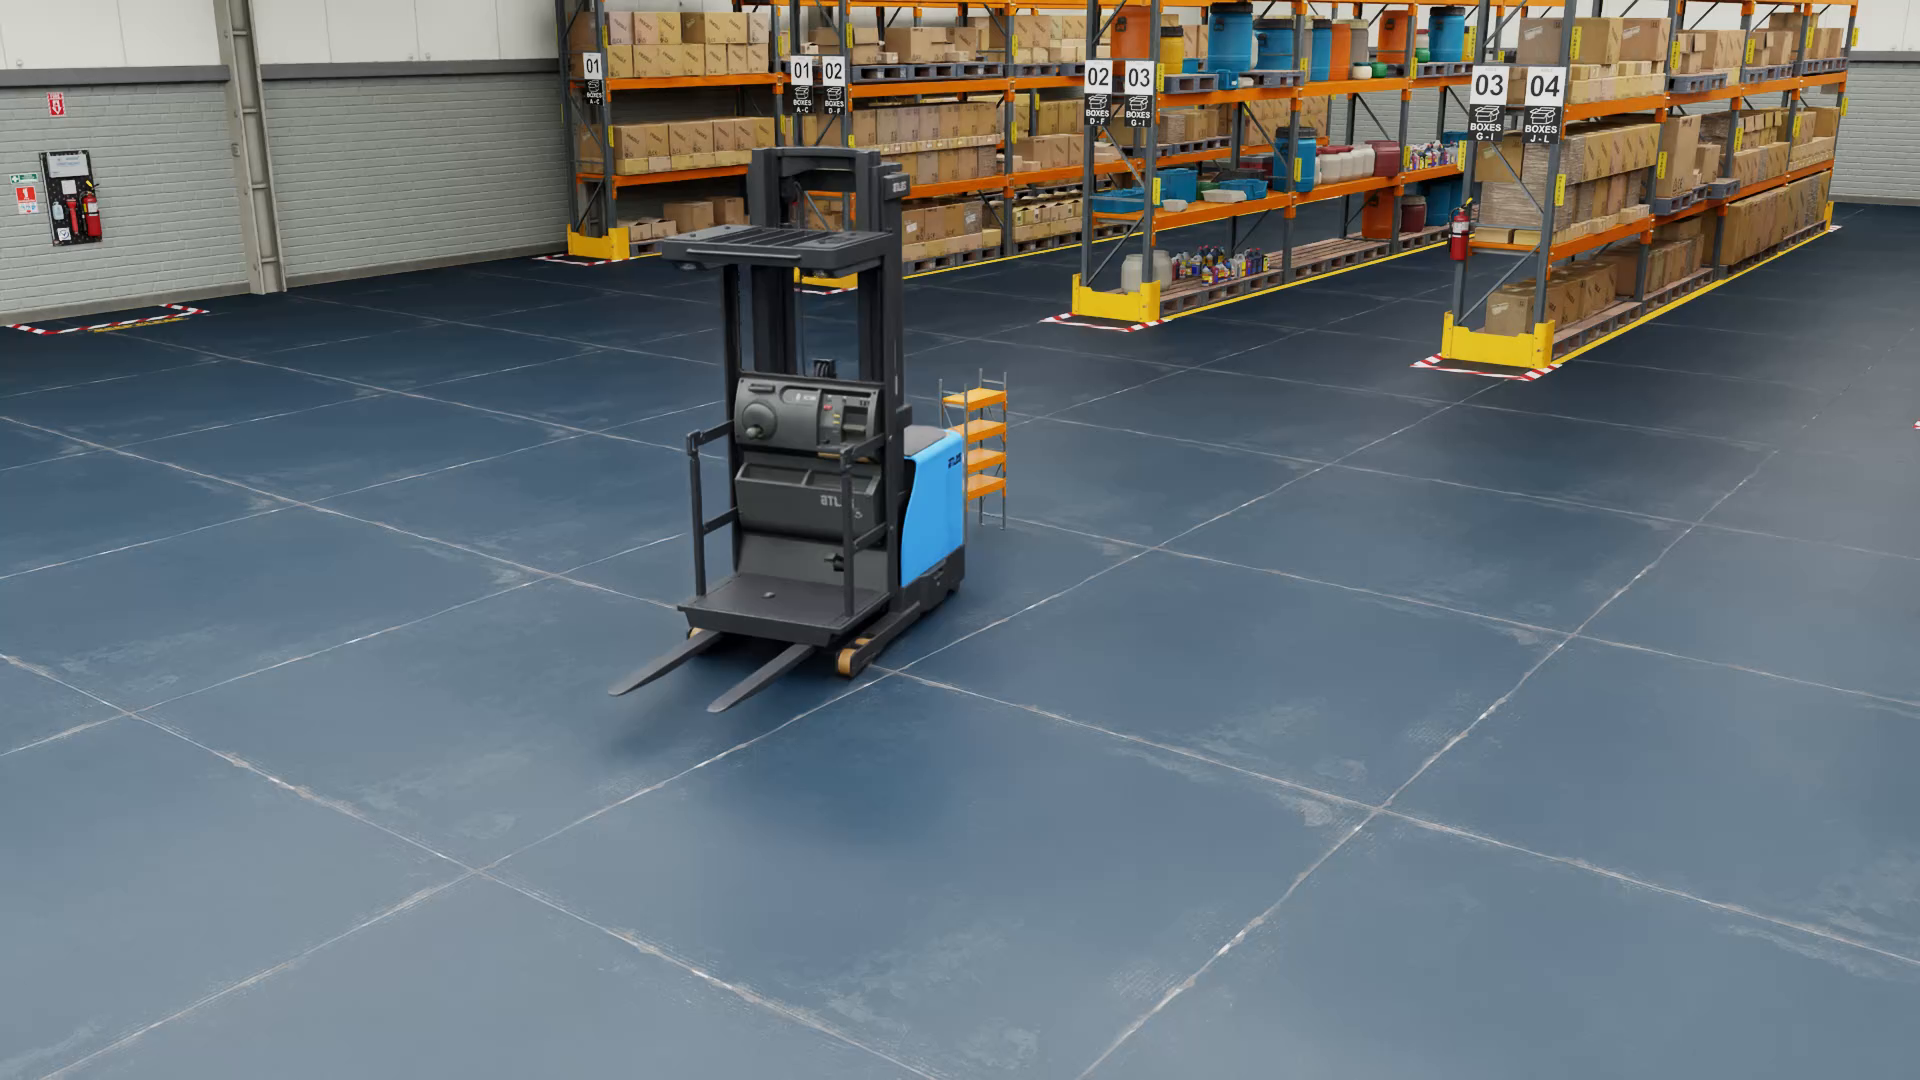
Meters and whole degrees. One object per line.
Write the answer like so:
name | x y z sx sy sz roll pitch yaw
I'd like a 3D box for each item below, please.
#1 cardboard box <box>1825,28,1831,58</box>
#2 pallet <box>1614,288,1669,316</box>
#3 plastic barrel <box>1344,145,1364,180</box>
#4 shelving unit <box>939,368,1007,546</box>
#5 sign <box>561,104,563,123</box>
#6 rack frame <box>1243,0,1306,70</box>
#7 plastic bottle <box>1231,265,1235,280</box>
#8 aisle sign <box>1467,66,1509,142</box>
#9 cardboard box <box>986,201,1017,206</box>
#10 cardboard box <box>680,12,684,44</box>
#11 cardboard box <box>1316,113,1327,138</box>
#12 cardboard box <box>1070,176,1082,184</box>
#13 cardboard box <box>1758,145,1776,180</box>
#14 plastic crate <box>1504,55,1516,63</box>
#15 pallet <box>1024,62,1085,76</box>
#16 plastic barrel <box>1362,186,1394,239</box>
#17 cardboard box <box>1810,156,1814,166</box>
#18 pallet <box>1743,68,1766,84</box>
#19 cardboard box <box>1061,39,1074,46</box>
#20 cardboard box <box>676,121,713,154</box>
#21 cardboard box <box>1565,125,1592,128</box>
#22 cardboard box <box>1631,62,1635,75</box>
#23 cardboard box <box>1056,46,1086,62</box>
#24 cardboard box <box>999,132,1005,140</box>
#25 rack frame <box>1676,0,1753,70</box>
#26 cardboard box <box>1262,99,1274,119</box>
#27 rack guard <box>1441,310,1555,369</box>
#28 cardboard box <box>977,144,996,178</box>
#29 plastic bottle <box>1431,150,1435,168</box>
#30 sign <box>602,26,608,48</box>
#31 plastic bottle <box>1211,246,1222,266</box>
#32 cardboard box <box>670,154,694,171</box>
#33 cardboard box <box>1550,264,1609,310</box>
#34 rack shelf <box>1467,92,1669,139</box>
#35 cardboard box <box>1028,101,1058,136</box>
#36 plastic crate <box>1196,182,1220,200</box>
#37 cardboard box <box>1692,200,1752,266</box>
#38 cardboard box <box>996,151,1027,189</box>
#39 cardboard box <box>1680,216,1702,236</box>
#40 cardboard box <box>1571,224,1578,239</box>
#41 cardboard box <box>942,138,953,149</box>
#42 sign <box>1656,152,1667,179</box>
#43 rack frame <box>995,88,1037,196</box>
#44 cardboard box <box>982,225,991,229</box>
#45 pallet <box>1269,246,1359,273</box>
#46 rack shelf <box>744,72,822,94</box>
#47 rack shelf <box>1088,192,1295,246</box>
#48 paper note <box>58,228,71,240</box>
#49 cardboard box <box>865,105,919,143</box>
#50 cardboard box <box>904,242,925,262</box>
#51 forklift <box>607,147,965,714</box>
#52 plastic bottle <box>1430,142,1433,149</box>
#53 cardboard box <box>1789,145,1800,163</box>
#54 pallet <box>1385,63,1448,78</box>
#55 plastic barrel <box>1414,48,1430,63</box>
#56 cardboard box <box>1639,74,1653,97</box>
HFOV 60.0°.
cardboard box | 14.819 -8.727 29.184 0.700 0.500 0.500 12 21 33
pallet | 8.831 -3.240 22.321 1.003 0.211 1.213 12 21 35
plastic barrel | 6.081 -5.884 25.945 0.421 0.512 0.421 0 17 0
shelving unit | 0.099 -0.612 12.193 0.258 1.200 0.503 12 21 35
sign | -6.383 -6.866 26.810 0.100 0.325 0.005 12 21 35
rack frame | 4.390 -8.126 23.238 1.000 3.000 0.127 12 21 35
plastic bottle | 3.783 -3.737 23.196 0.097 0.201 0.097 0 17 0
aisle sign | 5.707 -4.713 17.979 0.394 0.787 0.004 12 21 35
cardboard box | 0.730 -5.565 28.088 0.500 0.311 0.500 13 22 36
cardboard box | -4.969 -8.539 27.737 0.500 0.500 0.500 12 21 35
cardboard box | 7.516 -8.888 35.640 0.500 0.500 0.500 13 22 36
cardboard box | 2.338 -8.325 37.500 0.700 0.500 0.500 13 21 36
cardboard box | 12.469 -5.937 26.136 0.500 0.500 0.500 12 21 34
plastic crate | 10.117 -8.784 30.635 0.497 0.269 0.590 12 21 35
pallet | 1.801 -7.988 28.169 1.003 0.211 1.213 14 22 37
plastic barrel | 7.051 -5.497 27.840 0.600 0.830 0.708 12 21 35
cardboard box | 14.505 -6.555 28.716 0.380 0.149 0.250 12 21 33
pallet | 11.092 -6.844 24.484 1.213 0.211 1.003 14 22 37
cardboard box | 2.139 -10.763 36.164 0.500 0.250 0.500 12 21 34
cardboard box | -4.510 -6.779 27.969 0.500 0.500 0.500 13 22 36
cardboard box | 7.300 -4.753 20.134 0.500 0.500 0.500 12 21 35
cardboard box | 7.737 -5.567 19.637 0.380 0.149 0.250 13 22 37
cardboard box | 1.925 -8.271 28.307 0.500 0.250 0.500 12 21 34
cardboard box | 0.794 -8.485 34.899 0.380 0.149 0.250 12 21 35
rack frame | 10.751 -8.204 23.487 1.000 3.000 0.127 12 21 35
cardboard box | 5.995 -8.753 33.519 0.500 0.500 0.500 12 21 33
rack guard | 6.030 -2.258 18.670 1.175 0.500 0.348 12 21 35
cardboard box | 0.155 -6.078 26.590 0.700 0.500 0.500 12 21 33
plastic bottle | 8.016 -6.471 28.221 0.061 0.283 0.133 12 21 35
sign | -5.514 -7.813 25.814 0.100 0.325 0.005 12 21 35
plastic bottle | 3.692 -4.062 23.990 0.144 0.351 0.185 12 21 35
cardboard box | -4.798 -6.304 27.704 0.500 0.250 0.500 12 21 34
cardboard box | 7.762 -3.167 20.890 0.500 0.500 0.500 -12 21 -33
rack shelf | 7.176 -4.998 19.437 1.077 0.370 4.000 12 21 35
cardboard box | 1.537 -9.187 36.263 0.980 0.700 0.700 13 21 36
plastic crate | 3.355 -4.886 23.279 0.450 0.188 0.662 12 21 35
cardboard box | 11.179 -4.685 25.147 1.225 0.875 0.875 11 21 32
cardboard box | 0.917 -7.913 35.585 0.750 0.750 0.750 13 21 35
cardboard box | 10.376 -4.548 24.040 0.500 0.250 0.500 13 22 37
cardboard box | 6.803 -3.515 18.929 0.380 0.149 0.250 12 21 35
cardboard box | -0.334 -6.090 25.535 0.380 0.149 0.250 13 22 36
sign | 8.808 -4.705 20.878 0.100 0.325 0.005 12 21 35
rack frame | 1.200 -8.917 35.901 1.000 3.000 0.127 12 21 35
cardboard box | 0.429 -5.175 27.778 0.500 0.250 0.500 12 21 34
pallet | 5.553 -4.415 26.105 1.003 0.211 1.213 12 21 35
rack shelf | -2.375 -8.577 30.961 1.077 0.370 4.000 12 21 35
rack shelf | 3.198 -4.441 22.700 1.077 0.370 4.000 12 21 35
paper note | -11.466 -3.917 21.285 0.016 0.148 0.142 12 21 35
cardboard box | -1.040 -6.220 24.859 0.700 0.500 0.500 13 21 35
cardboard box | -0.878 -4.399 25.280 0.500 0.250 0.500 12 21 35
forklift | -0.996 -0.745 9.700 1.130 2.935 3.031 7 19 21
plastic bottle | 8.516 -7.067 30.140 0.061 0.283 0.133 12 21 35
cardboard box | 13.625 -6.427 27.635 0.500 0.250 0.500 12 21 34
pallet | 7.308 -7.721 27.310 1.003 0.211 1.213 12 21 35
plastic barrel | 7.589 -7.984 27.393 0.294 0.245 0.294 0 17 0
cardboard box | 7.986 -5.469 19.994 0.500 0.250 0.500 13 22 36
